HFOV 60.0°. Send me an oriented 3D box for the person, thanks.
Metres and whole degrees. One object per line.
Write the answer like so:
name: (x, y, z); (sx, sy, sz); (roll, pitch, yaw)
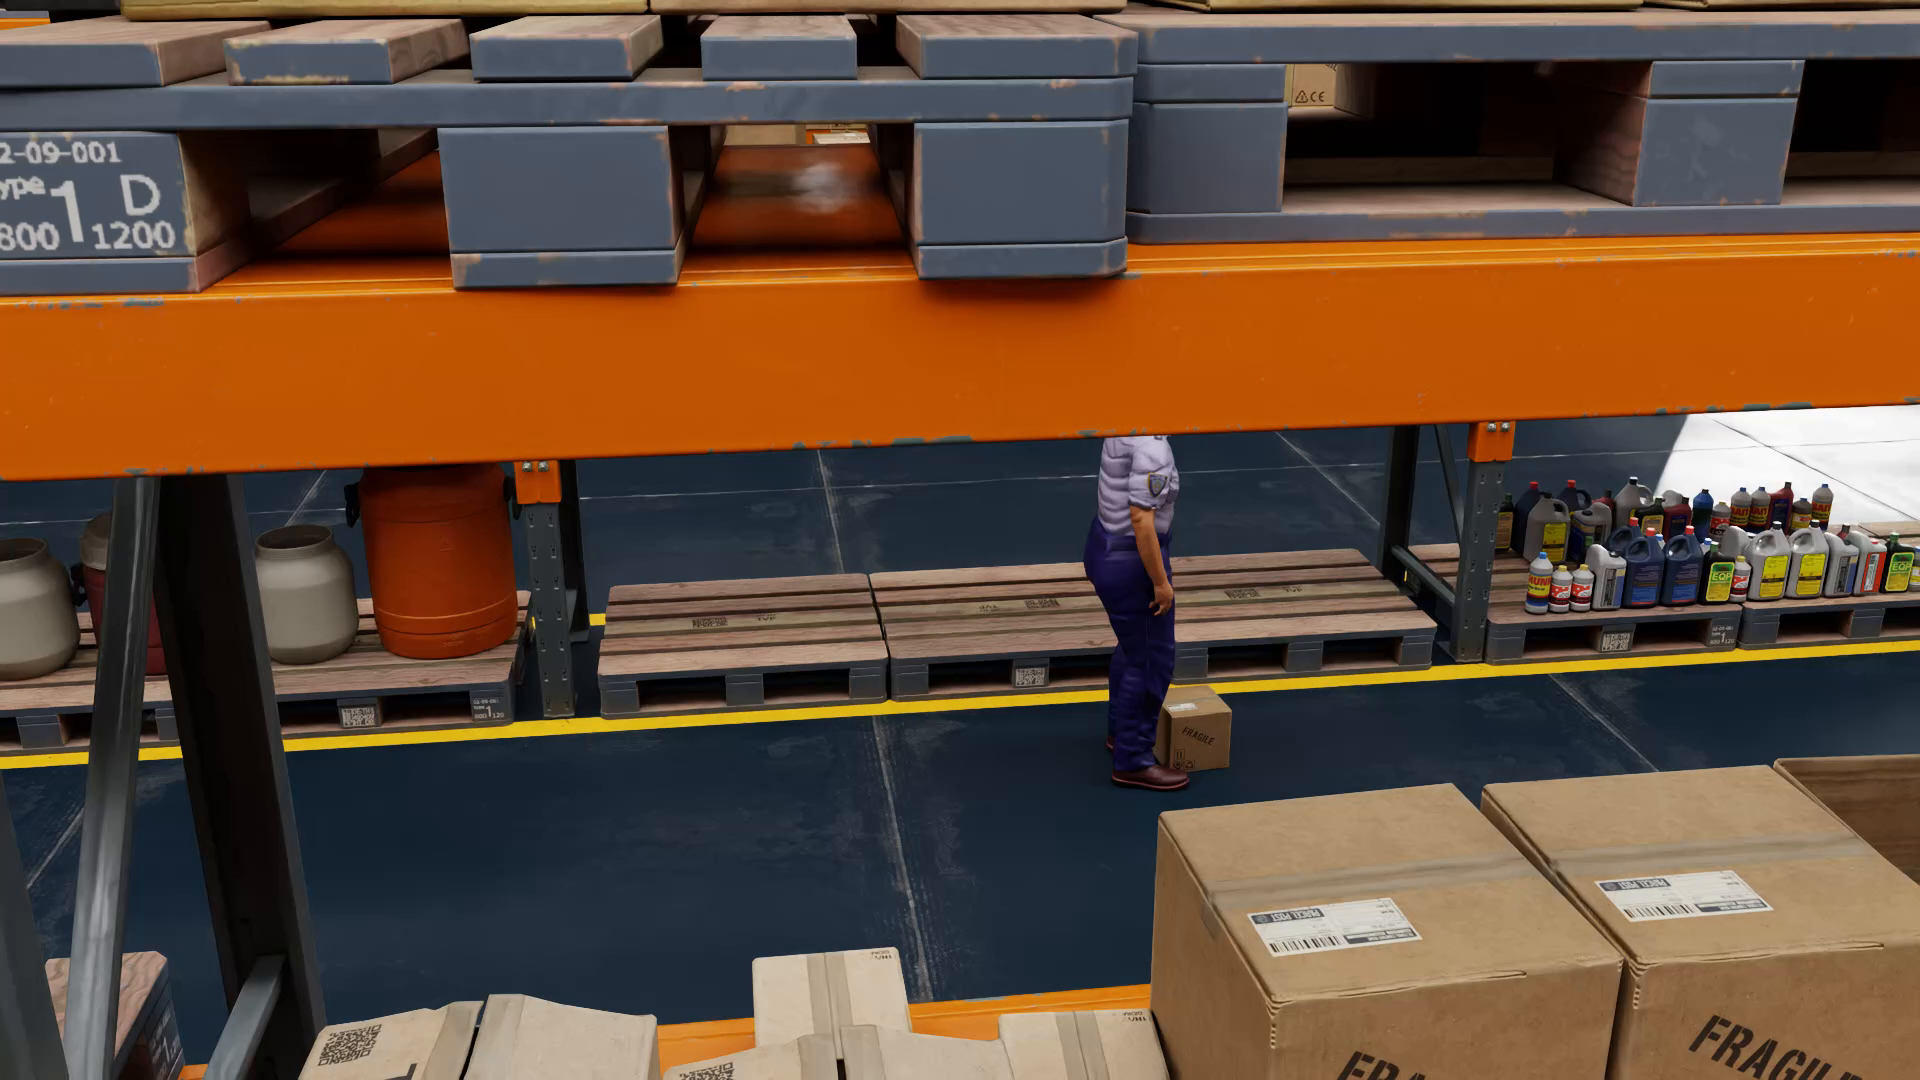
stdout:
person: (0.692, 0.101, 6.310); (0.412, 1.652, 0.539); (-3, 20, -7)
